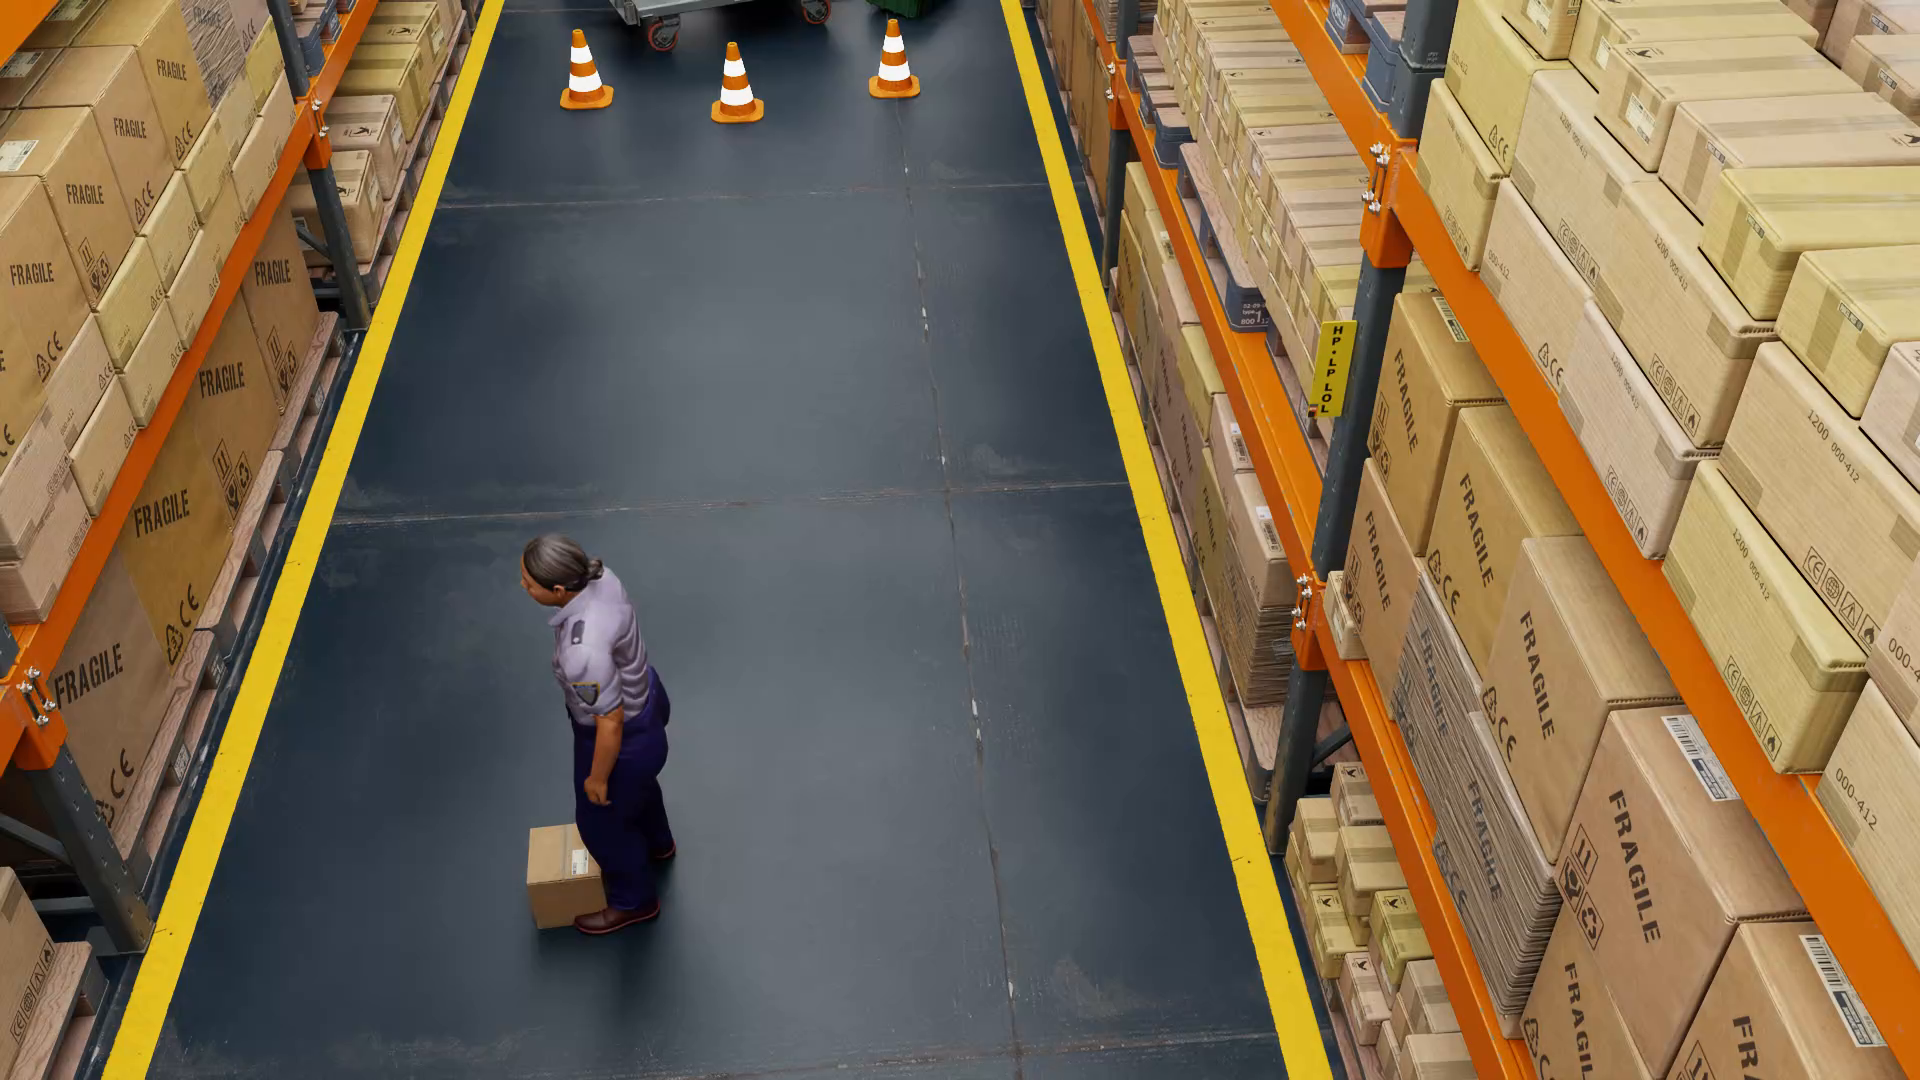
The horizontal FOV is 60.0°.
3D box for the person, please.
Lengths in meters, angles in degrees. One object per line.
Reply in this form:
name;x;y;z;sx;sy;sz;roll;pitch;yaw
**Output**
person;-1.156;0.612;5.414;0.414;1.651;0.545;-4;39;-4
